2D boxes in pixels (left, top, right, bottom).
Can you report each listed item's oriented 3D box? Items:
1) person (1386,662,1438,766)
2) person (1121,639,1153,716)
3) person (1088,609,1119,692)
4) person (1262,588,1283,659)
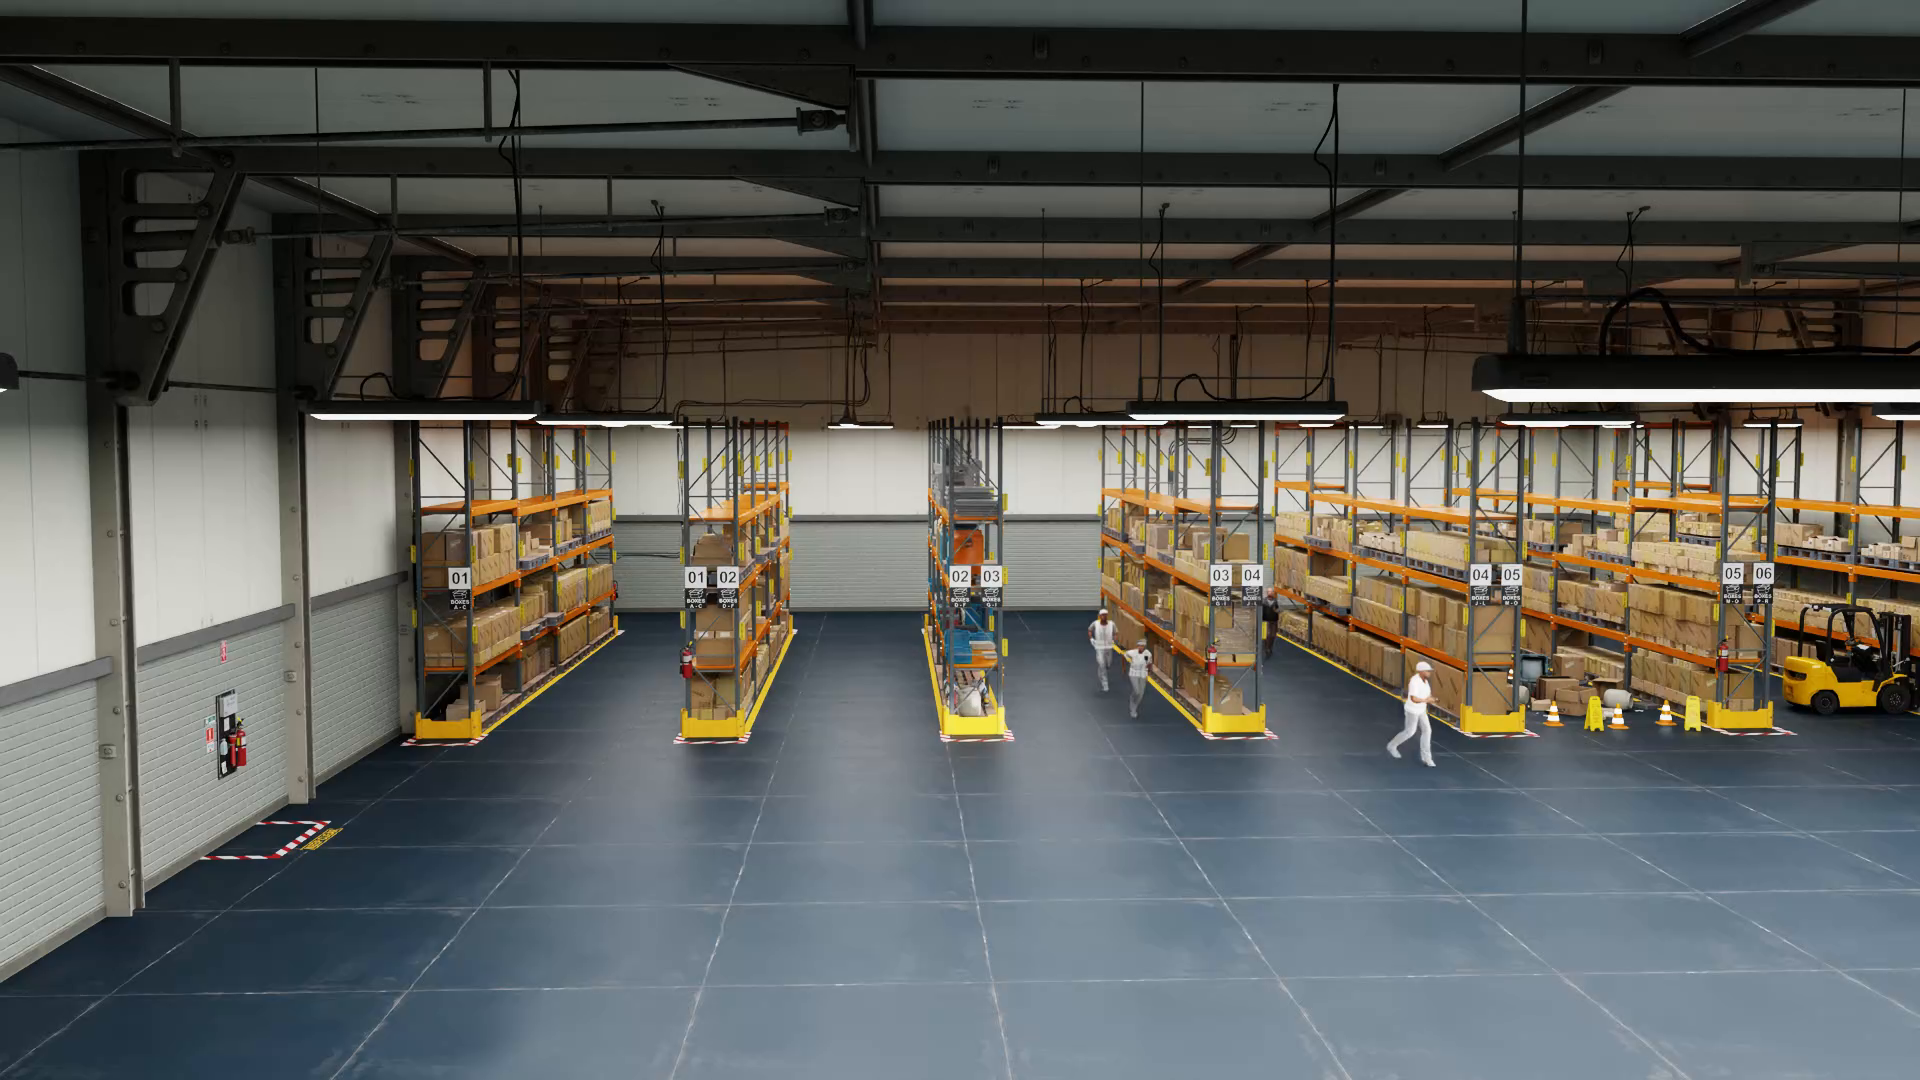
[{"bbox_3d":[7.815,2.997,28.691,0.925,1.816,0.714,3,5,37],"label":"person"},{"bbox_3d":[3.559,2.748,33.225,0.562,1.609,0.759,-1,4,-15],"label":"person"},{"bbox_3d":[3.222,2.427,37.092,0.649,1.779,1.163,-1,4,-11],"label":"person"},{"bbox_3d":[7.864,2.085,42.179,0.644,1.731,0.904,0,4,-1],"label":"person"}]
